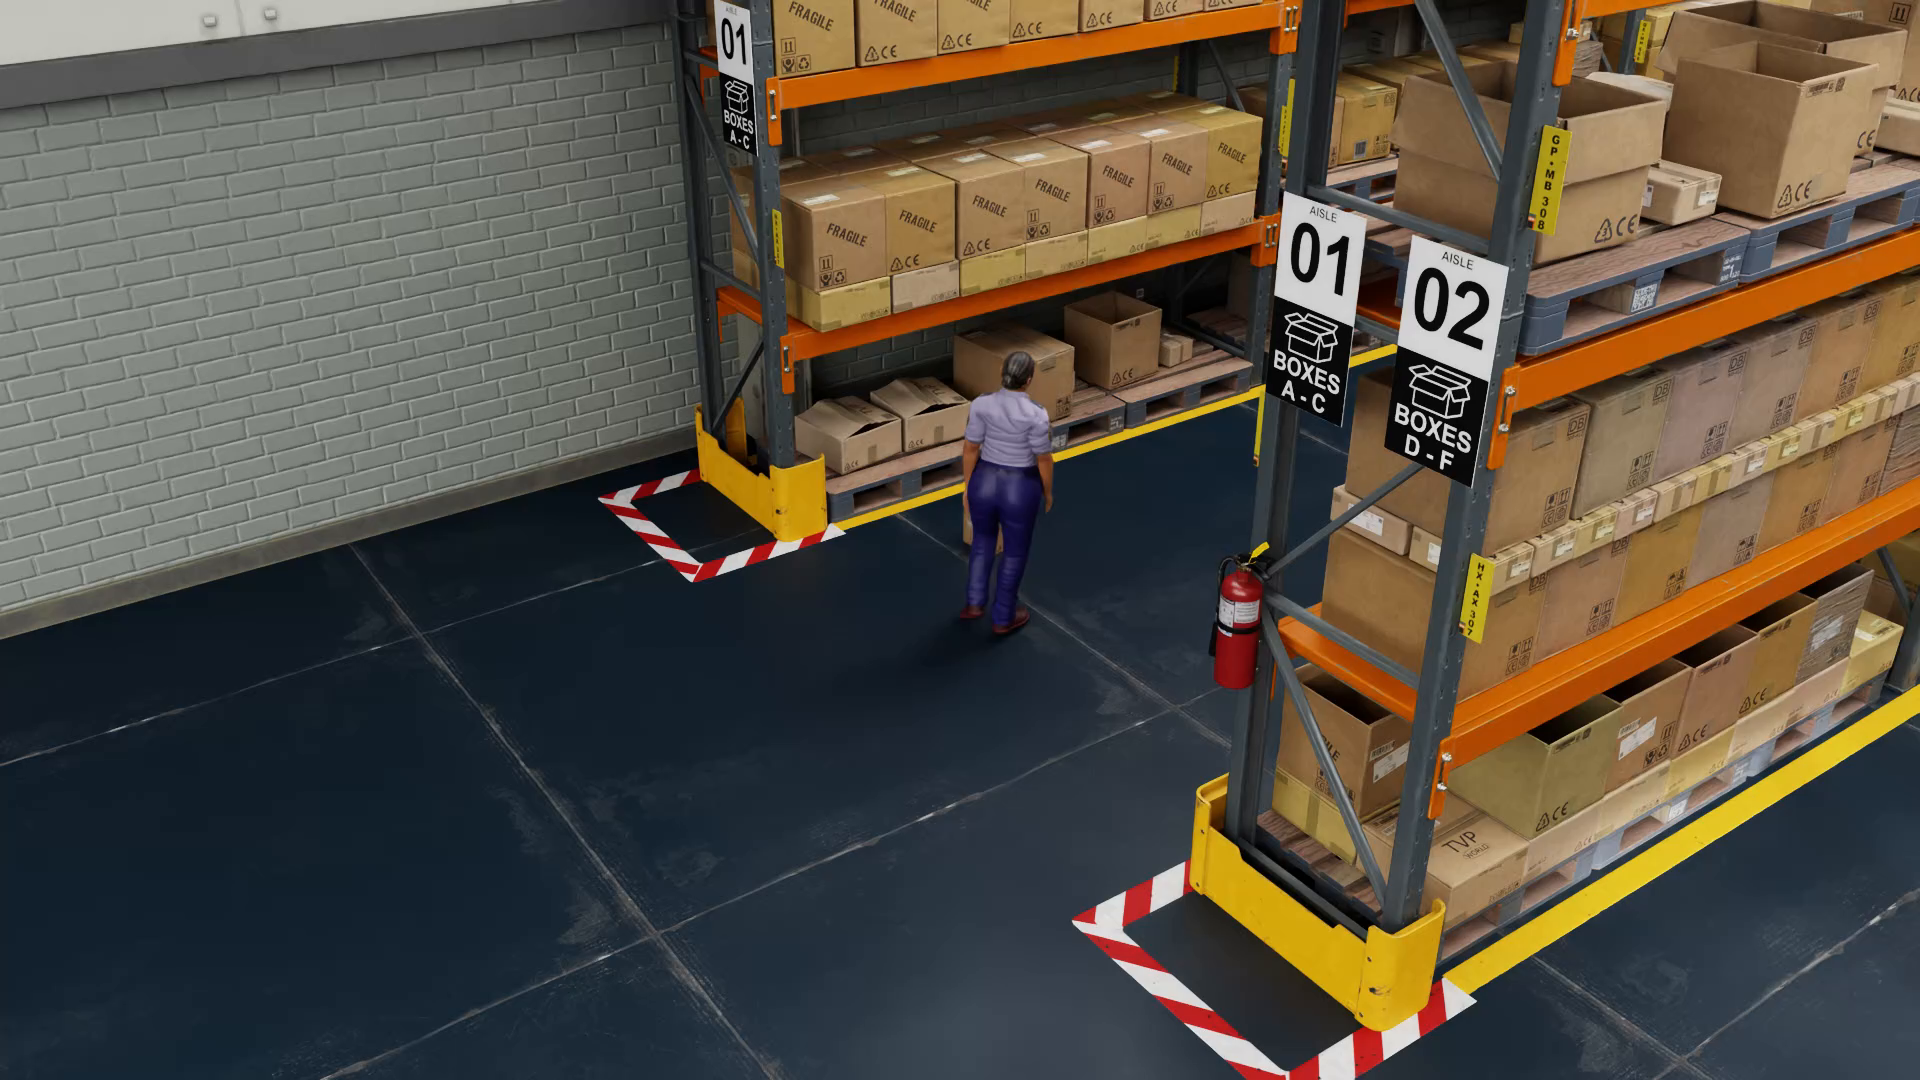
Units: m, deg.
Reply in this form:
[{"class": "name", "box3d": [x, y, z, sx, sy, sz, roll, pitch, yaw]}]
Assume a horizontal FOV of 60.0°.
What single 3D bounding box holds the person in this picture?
[{"class": "person", "box3d": [0.243, -0.240, 9.084, 0.524, 1.685, 0.370, 12, 31, 21]}]
